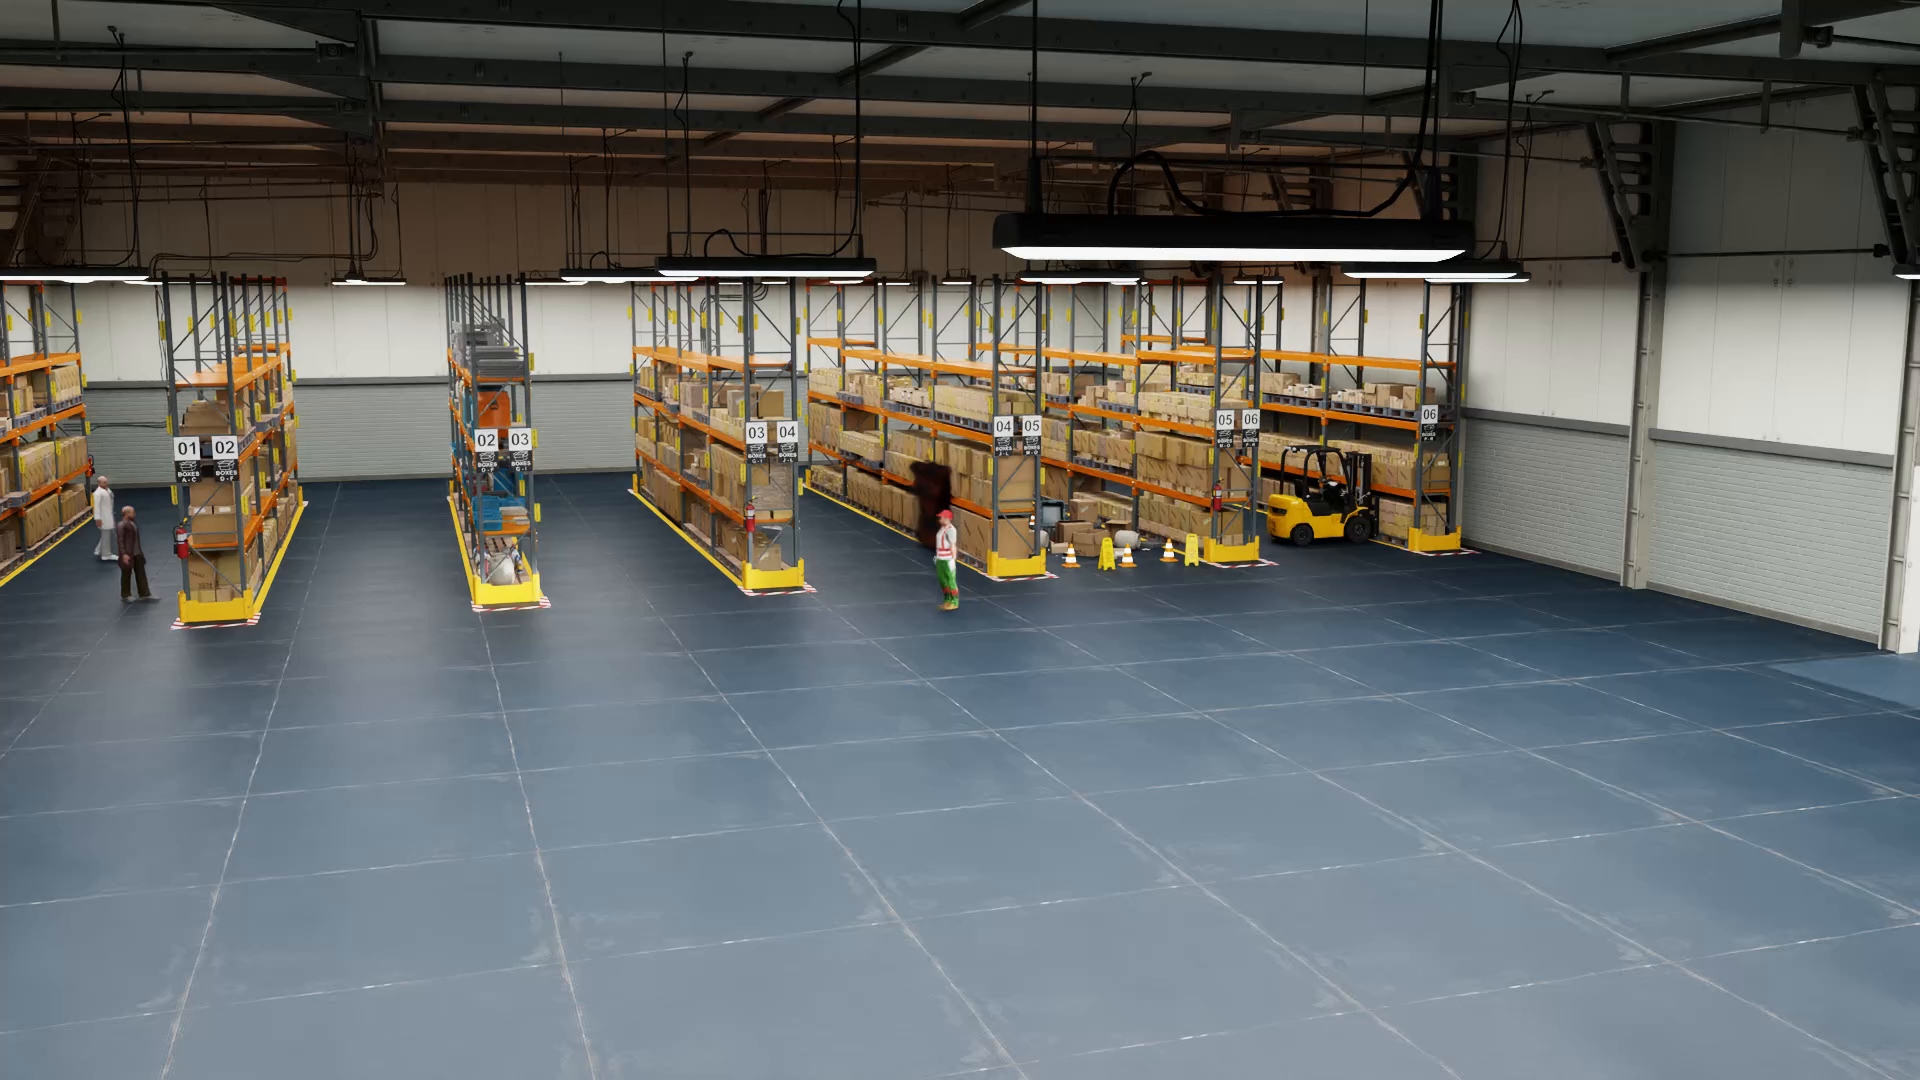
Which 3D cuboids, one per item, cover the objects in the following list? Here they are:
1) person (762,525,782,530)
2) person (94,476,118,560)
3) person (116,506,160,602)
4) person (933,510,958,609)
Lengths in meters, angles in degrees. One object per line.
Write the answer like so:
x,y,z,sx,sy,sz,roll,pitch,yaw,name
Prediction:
-4.496,-1.044,39.746,0.530,1.597,0.465,-1,9,-7,person
-18.108,-0.470,35.210,0.505,1.789,0.591,-4,9,-24,person
-15.169,0.270,30.452,0.675,1.778,0.594,3,9,19,person
-0.249,0.360,29.810,0.357,1.824,0.674,-4,10,-27,person
